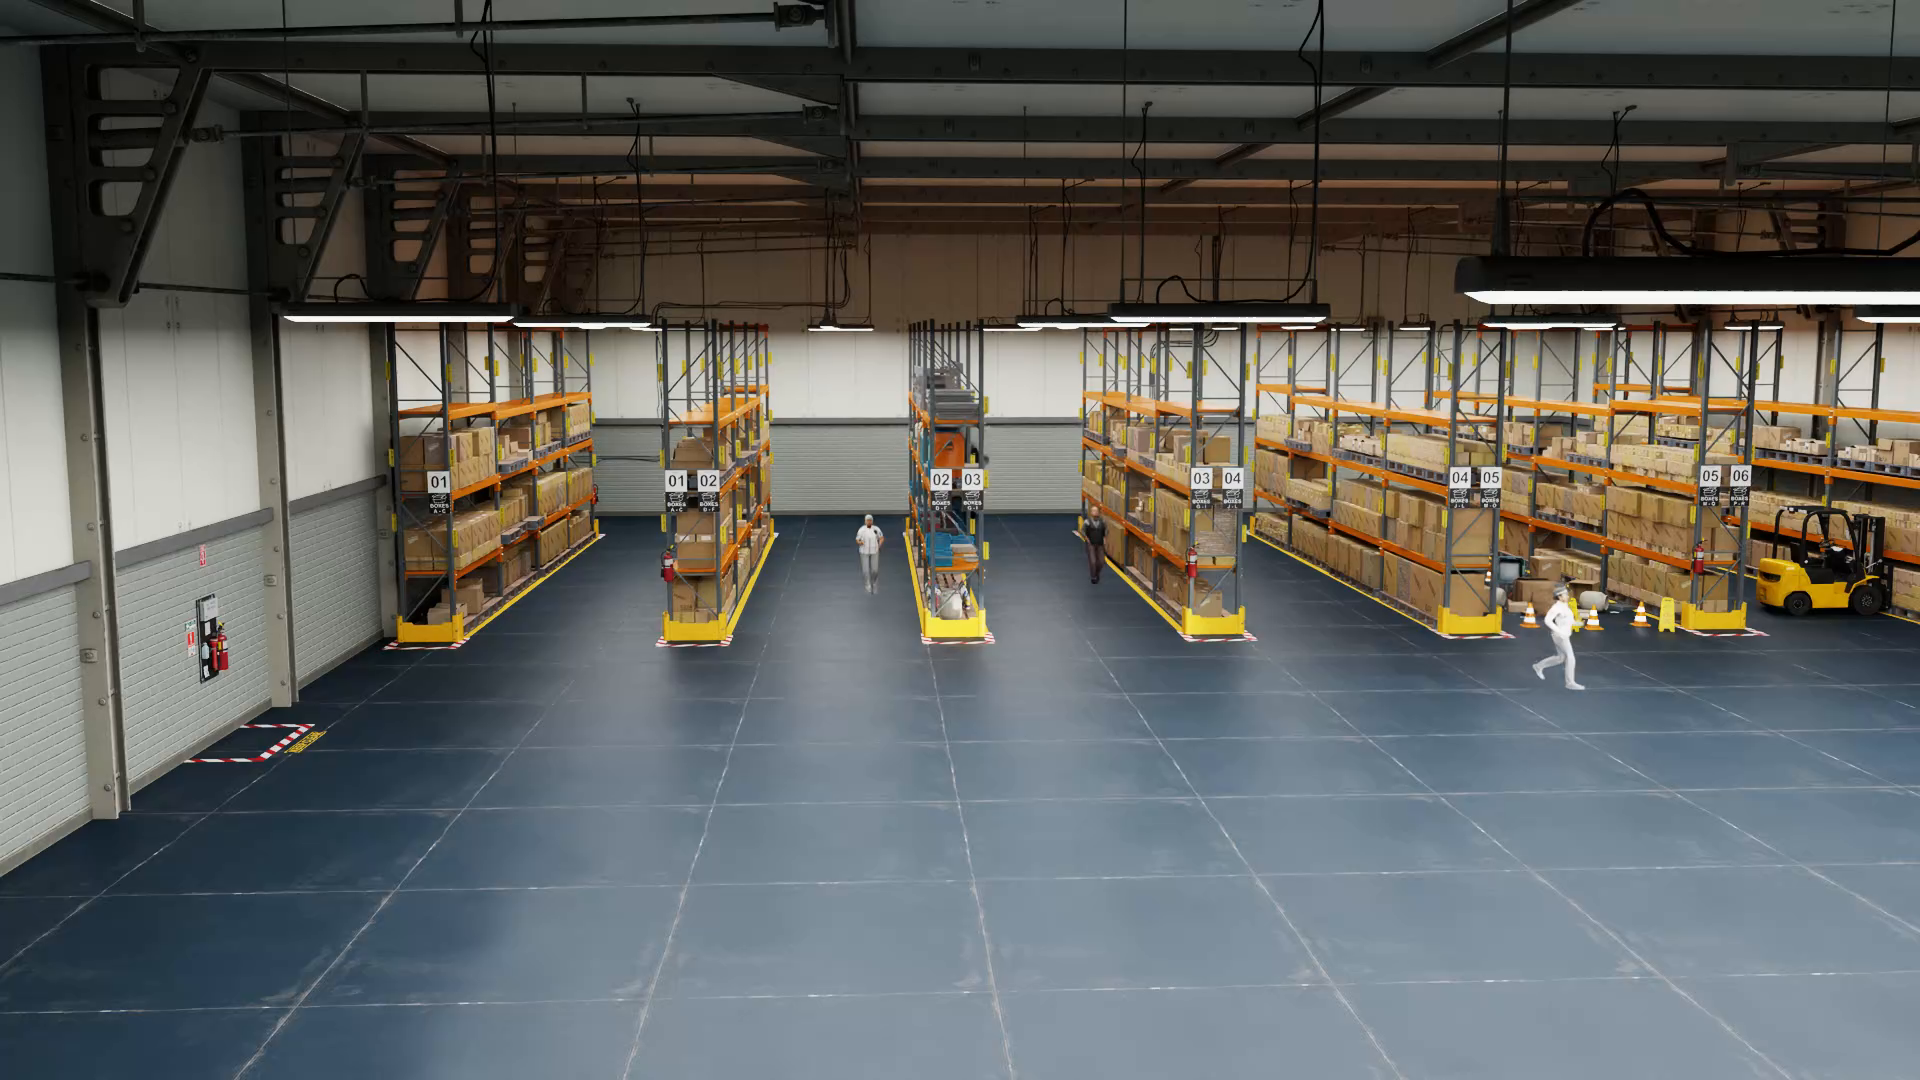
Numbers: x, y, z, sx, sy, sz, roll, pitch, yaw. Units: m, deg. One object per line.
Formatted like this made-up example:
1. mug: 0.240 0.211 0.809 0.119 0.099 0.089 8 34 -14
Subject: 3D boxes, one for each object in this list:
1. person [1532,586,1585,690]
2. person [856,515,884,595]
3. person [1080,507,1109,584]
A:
1. person: 9.716 1.564 26.957 0.862 1.667 0.605 5 8 33
2. person: -1.892 0.327 34.990 0.591 1.711 0.576 -1 7 -4
3. person: 2.948 0.120 36.307 0.657 1.691 0.561 -1 7 -7
